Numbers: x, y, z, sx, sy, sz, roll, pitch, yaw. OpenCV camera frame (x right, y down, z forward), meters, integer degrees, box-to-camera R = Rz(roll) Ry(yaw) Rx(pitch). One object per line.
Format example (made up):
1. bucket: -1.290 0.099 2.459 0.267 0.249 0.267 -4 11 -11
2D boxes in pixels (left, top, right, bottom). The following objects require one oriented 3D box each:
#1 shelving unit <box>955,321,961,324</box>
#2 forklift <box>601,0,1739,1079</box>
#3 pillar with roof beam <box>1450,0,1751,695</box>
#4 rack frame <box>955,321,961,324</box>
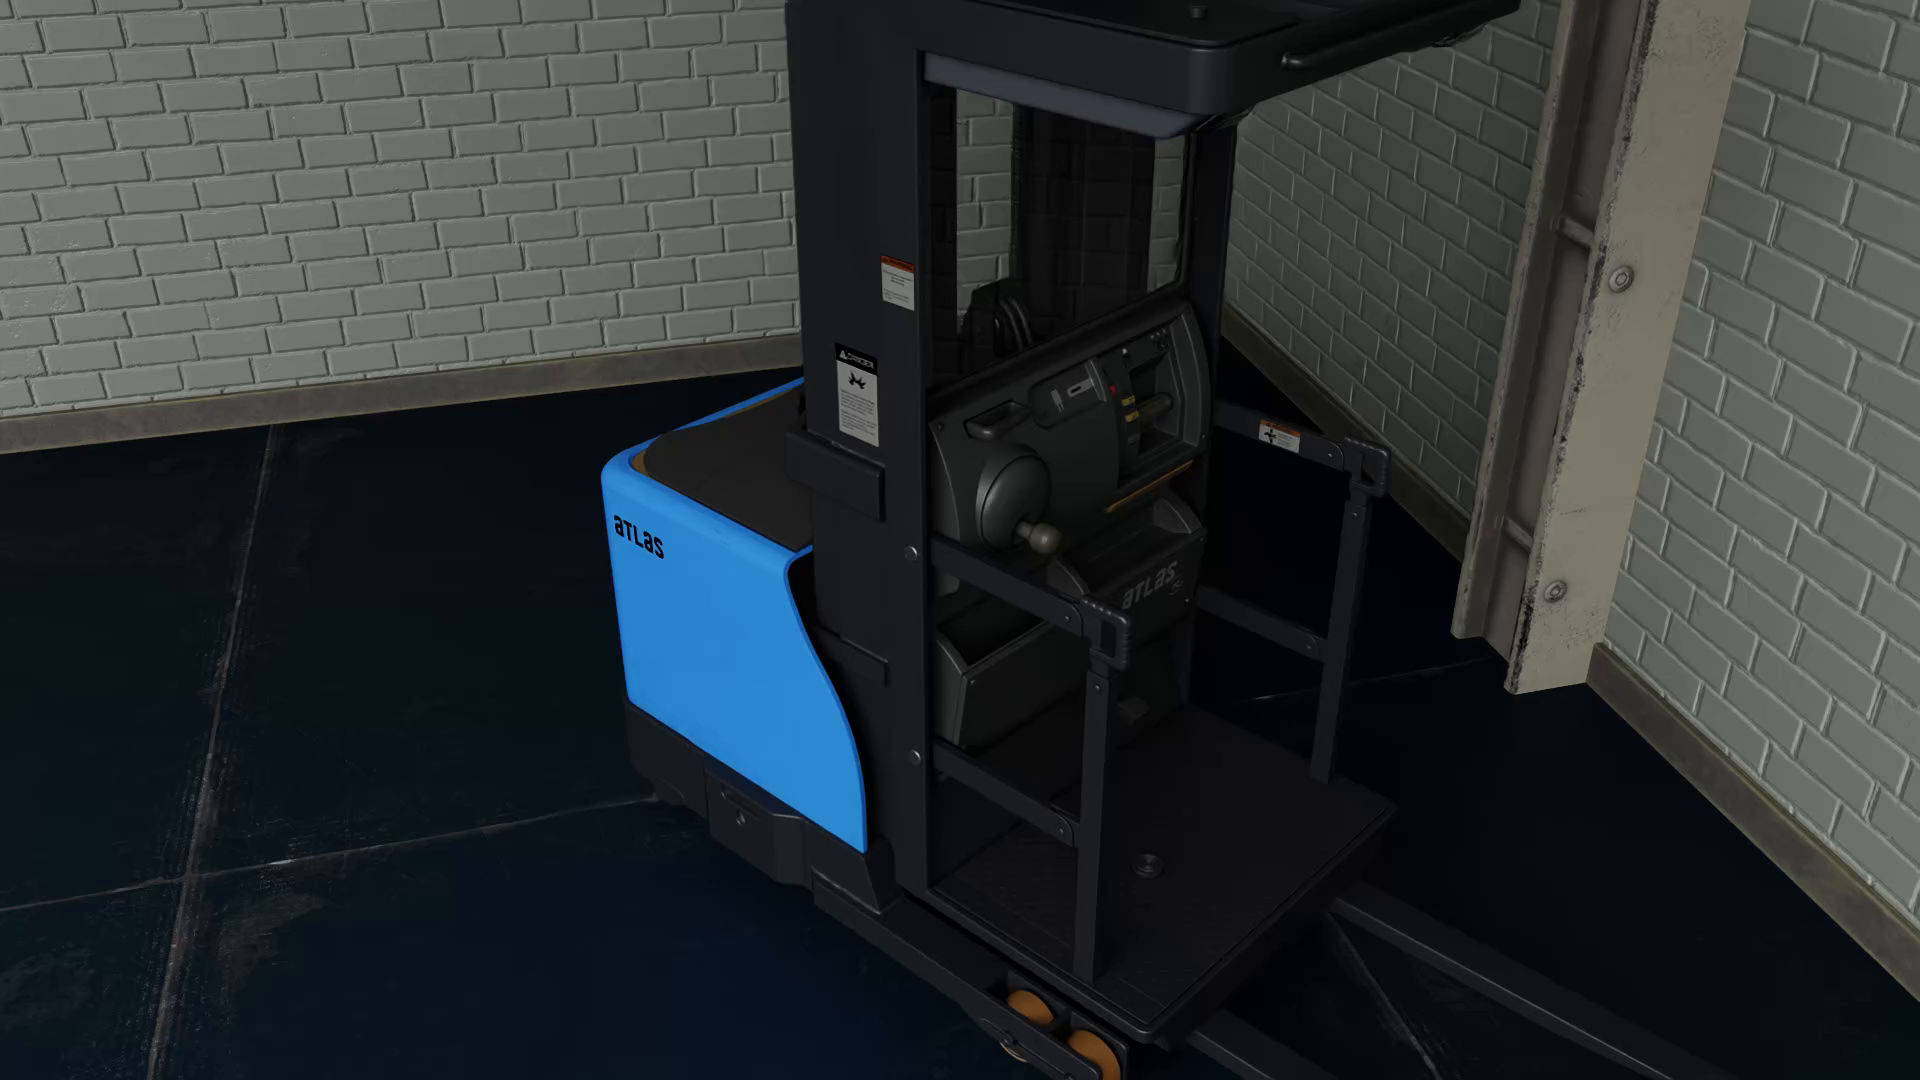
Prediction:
1. shelving unit: 0.002 -0.386 6.018 0.258 0.900 0.210 -8 31 -13
2. forklift: 0.433 -0.231 3.723 3.031 2.935 1.130 25 38 36
3. pillar with roof beam: -2.268 -2.937 2.341 9.100 9.000 0.400 -8 31 -13
4. rack frame: -0.025 -0.435 6.103 0.240 0.900 0.006 -8 31 -13
